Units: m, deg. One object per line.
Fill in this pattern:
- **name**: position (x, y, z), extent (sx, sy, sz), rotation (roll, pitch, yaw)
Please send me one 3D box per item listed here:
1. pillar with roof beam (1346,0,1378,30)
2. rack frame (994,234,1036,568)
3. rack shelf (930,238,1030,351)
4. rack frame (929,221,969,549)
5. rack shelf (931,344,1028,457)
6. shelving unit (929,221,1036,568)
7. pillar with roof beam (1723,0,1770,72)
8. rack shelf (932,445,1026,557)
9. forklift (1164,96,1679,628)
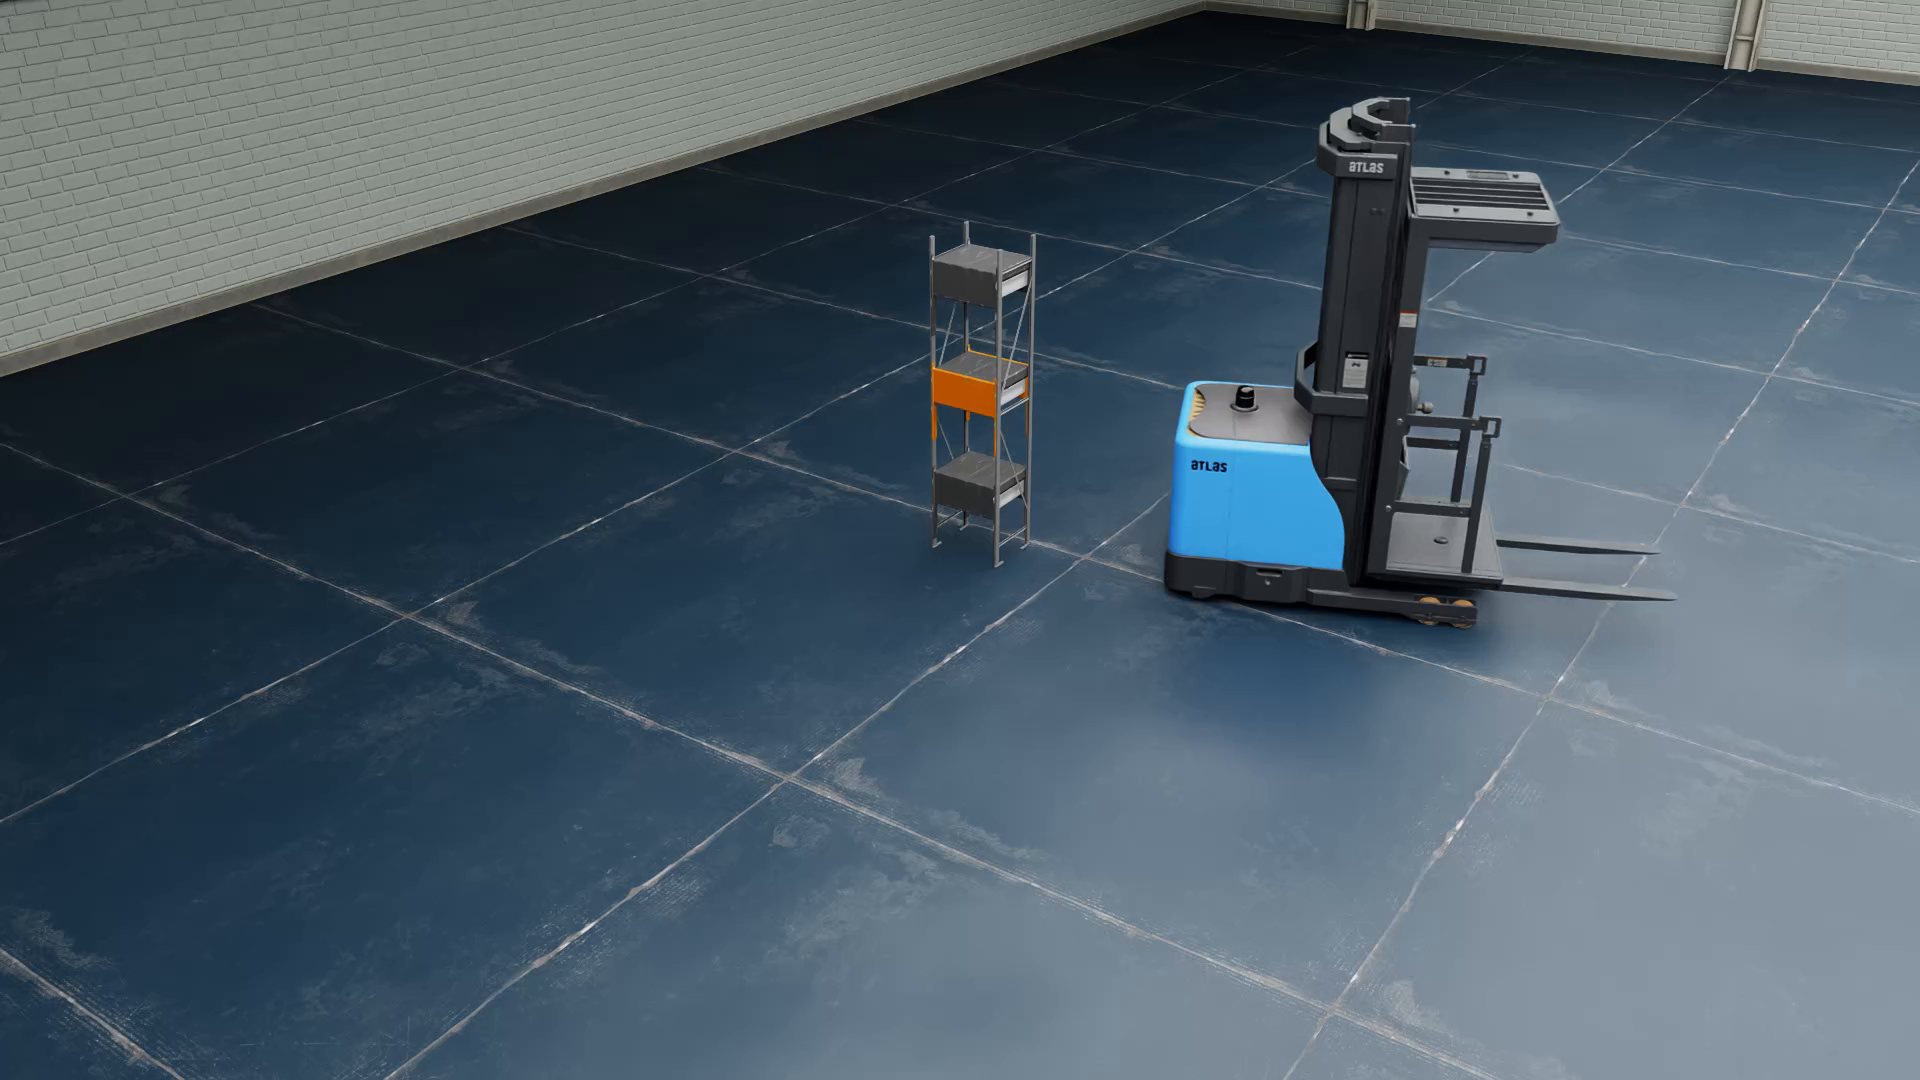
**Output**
- **pillar with roof beam**: position (4.286, -10.999, 22.715), extent (0.400, 9.000, 9.100), rotation (17, 32, 30)
- **rack frame**: position (0.338, -0.831, 10.341), extent (0.015, 2.100, 0.400), rotation (17, 32, 30)
- **rack shelf**: position (0.136, -1.505, 10.153), extent (0.480, 0.518, 0.431), rotation (17, 32, 30)
- **rack frame**: position (-0.065, -0.956, 10.587), extent (0.015, 2.100, 0.400), rotation (17, 32, 30)
- **rack shelf**: position (0.136, -0.881, 10.470), extent (0.480, 0.518, 0.431), rotation (17, 32, 30)
- **shelving unit**: position (0.136, -0.893, 10.464), extent (0.503, 2.100, 0.431), rotation (17, 32, 30)
- **pillar with roof beam**: position (9.231, -9.458, 19.687), extent (0.400, 9.000, 9.100), rotation (17, 32, 30)
- **rack shelf**: position (0.136, -0.257, 10.788), extent (0.480, 0.518, 0.431), rotation (17, 32, 30)
- **forklift**: position (2.837, -1.039, 9.835), extent (3.031, 2.935, 1.130), rotation (5, 27, 10)
